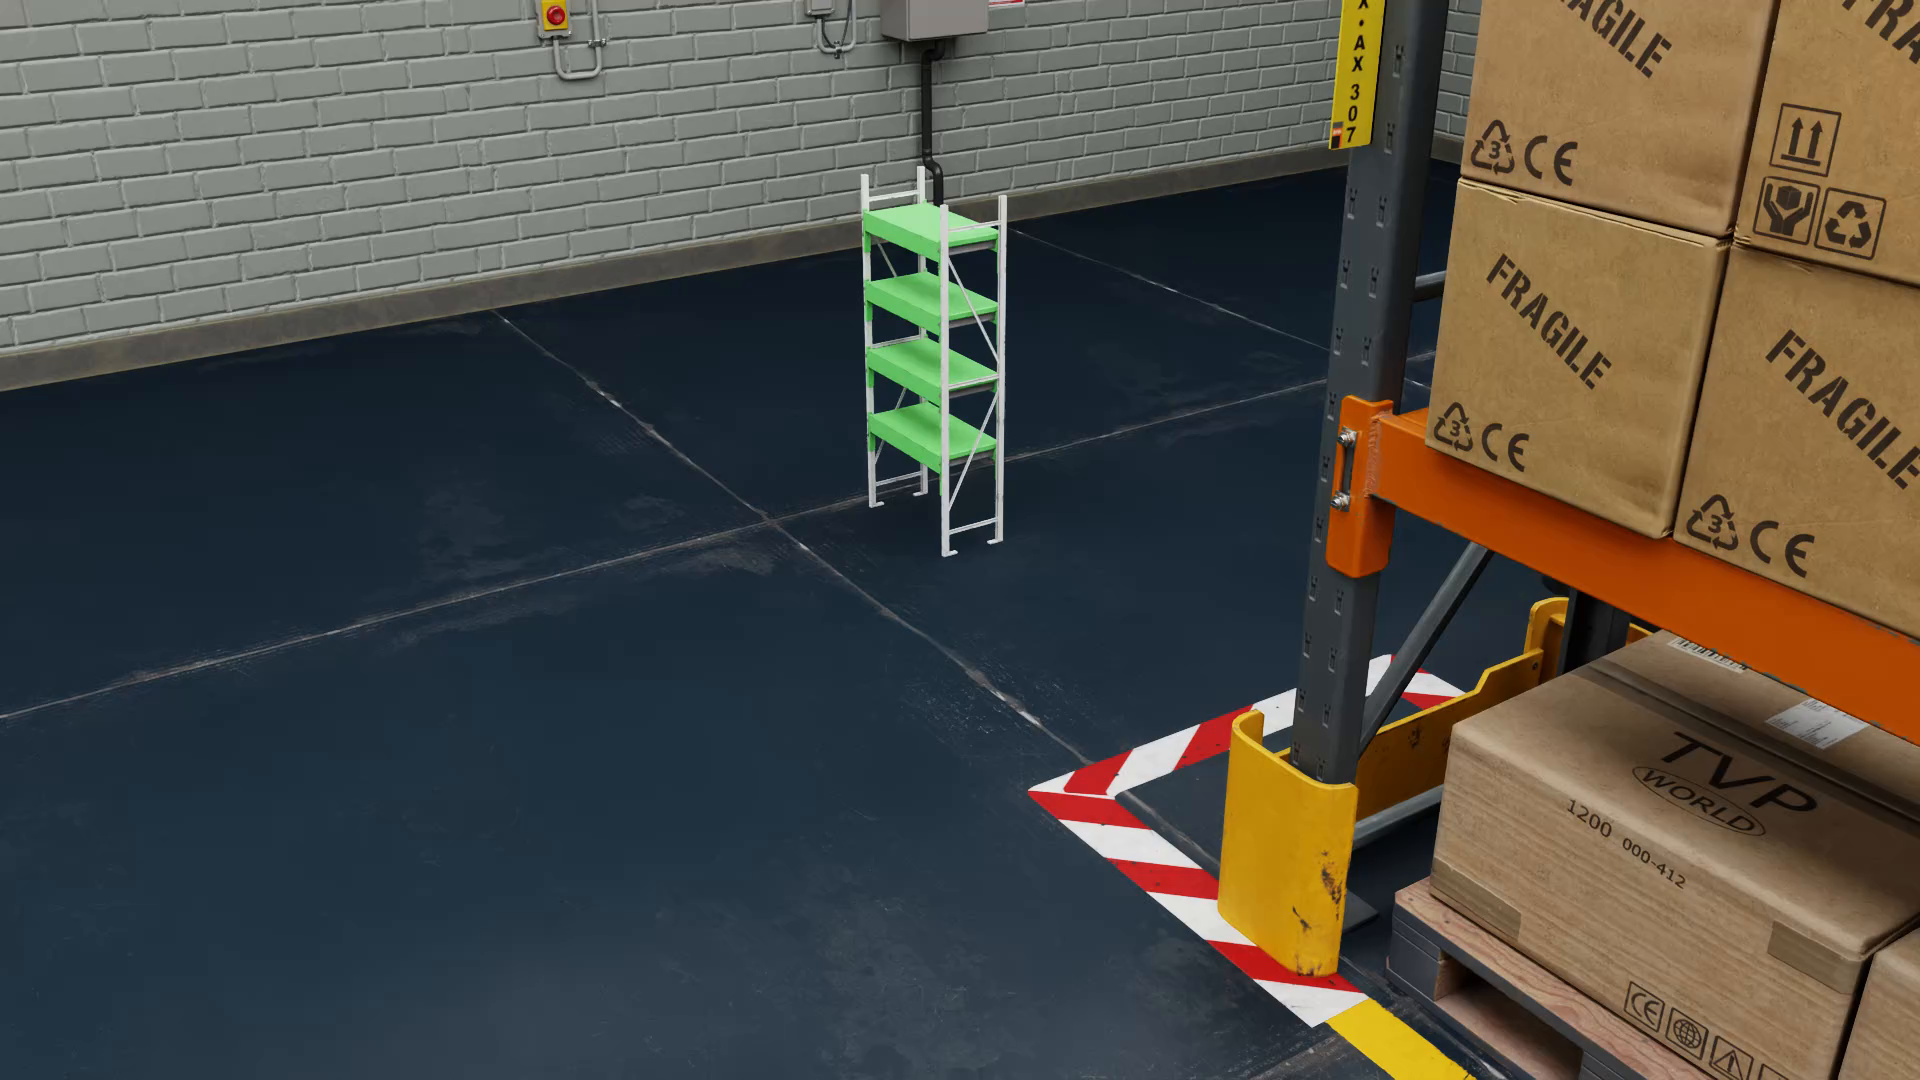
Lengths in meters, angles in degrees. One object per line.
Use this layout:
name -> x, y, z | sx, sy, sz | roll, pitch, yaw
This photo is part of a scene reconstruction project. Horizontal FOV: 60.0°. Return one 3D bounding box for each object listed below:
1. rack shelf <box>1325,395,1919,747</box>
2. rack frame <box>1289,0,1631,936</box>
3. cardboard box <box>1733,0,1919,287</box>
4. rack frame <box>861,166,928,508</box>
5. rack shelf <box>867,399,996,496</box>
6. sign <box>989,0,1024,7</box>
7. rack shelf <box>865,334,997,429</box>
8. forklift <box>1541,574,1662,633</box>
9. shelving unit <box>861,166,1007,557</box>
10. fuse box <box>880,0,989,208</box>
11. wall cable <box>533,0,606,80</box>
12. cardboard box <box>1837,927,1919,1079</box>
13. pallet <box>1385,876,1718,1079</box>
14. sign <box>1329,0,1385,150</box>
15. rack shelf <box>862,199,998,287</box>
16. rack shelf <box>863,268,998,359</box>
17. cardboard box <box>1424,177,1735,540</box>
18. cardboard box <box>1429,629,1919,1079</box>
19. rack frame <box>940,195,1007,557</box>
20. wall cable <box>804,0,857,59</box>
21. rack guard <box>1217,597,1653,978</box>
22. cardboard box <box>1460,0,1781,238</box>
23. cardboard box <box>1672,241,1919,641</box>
rack shelf -> 2.269, 0.478, 2.066 | 1.077, 0.370, 4.000 | -16, 29, -30
rack frame -> 1.177, -0.562, 3.428 | 1.000, 3.000, 0.127 | -16, 29, -30
cardboard box -> 1.488, -0.638, 2.300 | 0.500, 0.500, 0.500 | -16, 30, -31
rack frame -> -0.224, -0.689, 5.804 | 0.240, 1.200, 0.015 | -16, 29, -30
rack shelf -> -0.090, -0.327, 5.749 | 0.258, 0.148, 0.480 | -16, 29, -30
sign -> 0.220, -3.157, 9.036 | 0.329, 0.494, 0.001 | -16, 29, -30
rack shelf -> -0.090, -0.544, 5.647 | 0.258, 0.148, 0.480 | -16, 29, -30
forklift -> 2.828, -0.614, 3.617 | 1.130, 2.935, 3.031 | -9, 27, -18
shelving unit -> -0.090, -0.602, 5.619 | 0.258, 1.200, 0.503 | -16, 29, -30
fuse box -> -0.081, -2.428, 8.890 | 0.539, 1.711, 0.414 | -16, 29, -30
wall cable -> -1.921, -3.047, 7.465 | 0.585, 1.953, 0.123 | -16, 29, -30
cardboard box -> 2.128, 0.945, 2.745 | 0.875, 0.438, 0.875 | -15, 29, -28
pallet -> 1.679, 0.966, 3.456 | 1.003, 0.211, 1.213 | -16, 29, -30
sign -> 0.709, -0.862, 2.956 | 0.100, 0.325, 0.005 | -16, 29, -30
rack shelf -> -0.090, -0.978, 5.442 | 0.258, 0.148, 0.480 | -16, 29, -30
rack shelf -> -0.090, -0.761, 5.544 | 0.258, 0.148, 0.480 | -16, 29, -30
cardboard box -> 1.198, -0.369, 2.901 | 0.500, 0.500, 0.500 | -16, 30, -30
cardboard box -> 1.621, 0.619, 3.434 | 0.875, 0.438, 0.875 | -17, 30, -31
rack frame -> 0.043, -0.515, 5.434 | 0.240, 1.200, 0.015 | -16, 29, -30
wall cable -> -0.739, -3.368, 8.180 | 0.588, 1.984, 0.122 | -16, 29, -30
rack guard -> 1.164, 0.559, 3.979 | 1.175, 0.500, 0.348 | -16, 29, -30
cardboard box -> 1.200, -0.822, 2.688 | 0.500, 0.500, 0.500 | -16, 30, -31
cardboard box -> 1.498, -0.195, 2.531 | 0.500, 0.500, 0.500 | -16, 30, -30
